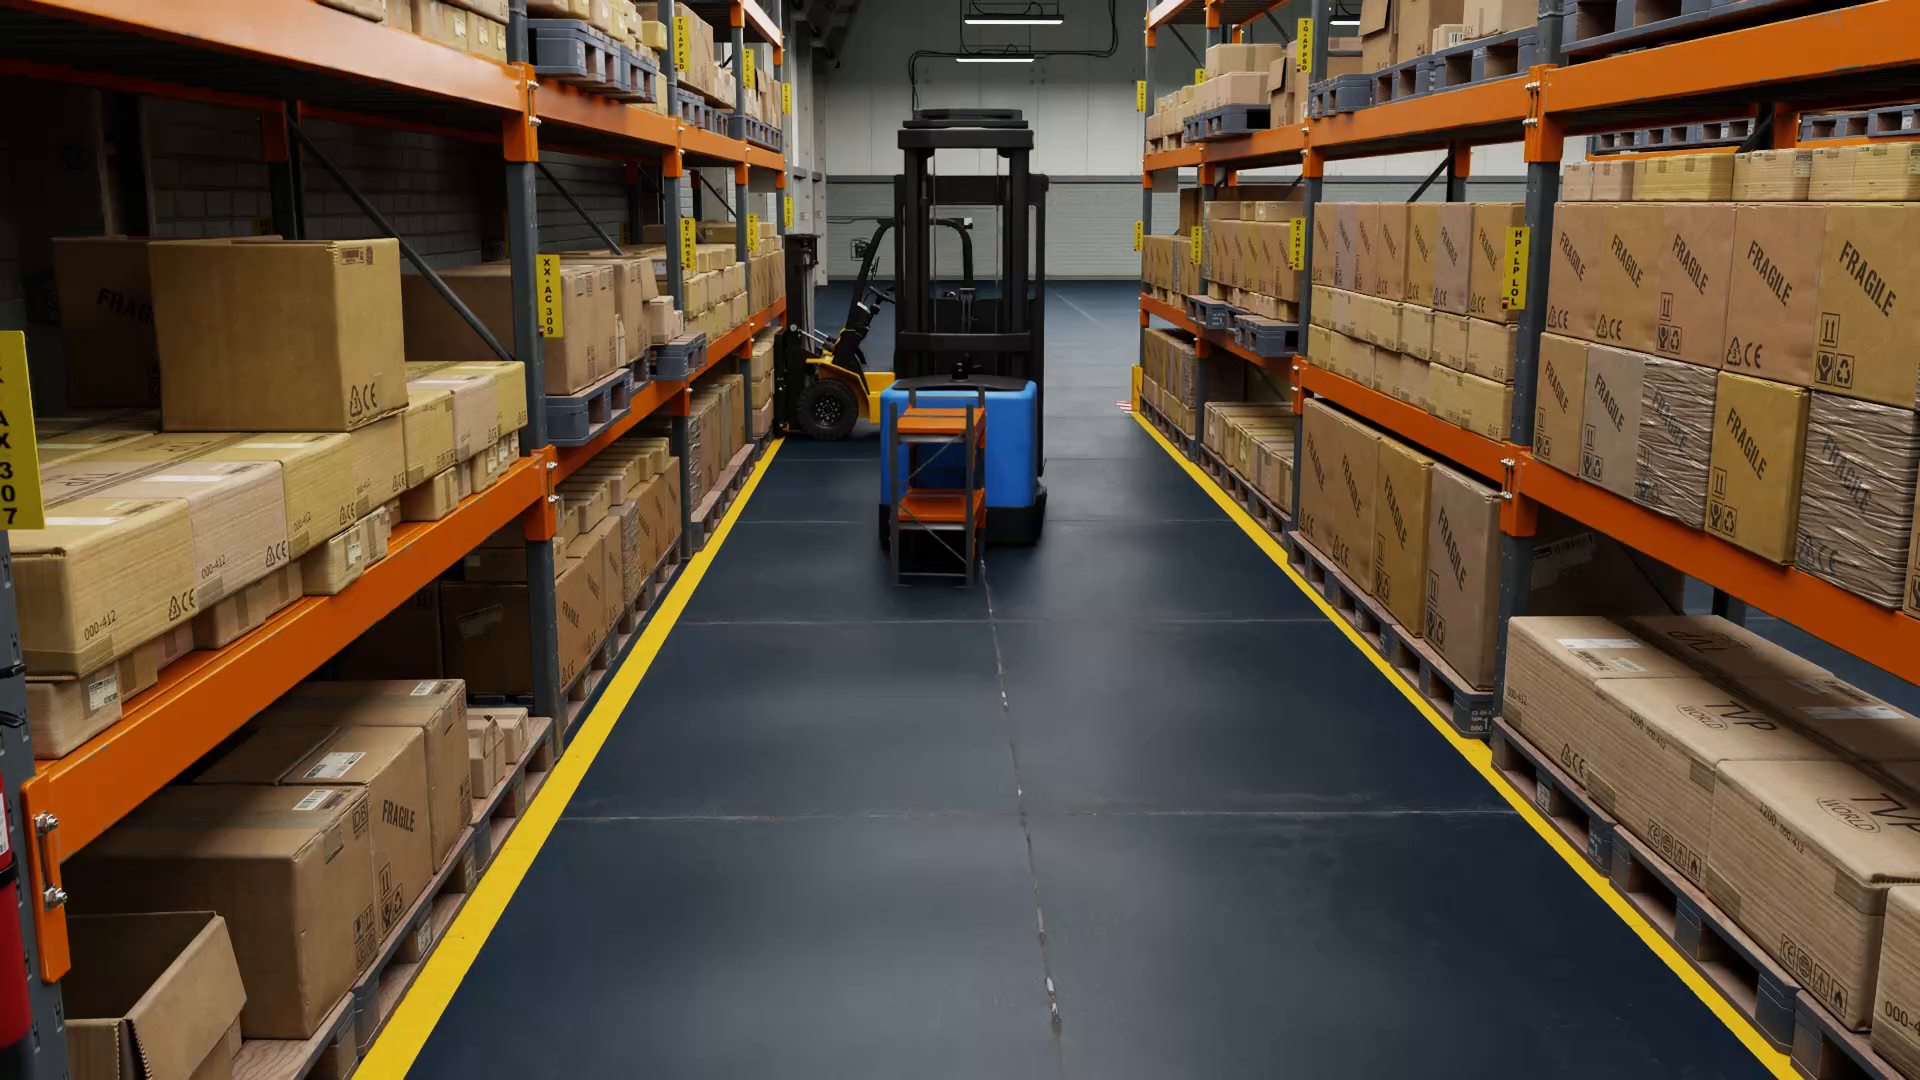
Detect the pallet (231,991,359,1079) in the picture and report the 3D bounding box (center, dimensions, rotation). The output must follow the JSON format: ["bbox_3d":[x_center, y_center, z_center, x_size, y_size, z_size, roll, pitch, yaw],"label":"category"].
[{"bbox_3d":[-2.121,1.443,3.917,1.003,0.211,1.213,0,11,-1],"label":"pallet"}]

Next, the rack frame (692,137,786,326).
[{"bbox_3d":[-2.432,-2.931,18.462,1.000,3.000,0.127,0,11,-1],"label":"rack frame"}]

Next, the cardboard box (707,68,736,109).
[{"bbox_3d":[-2.091,-3.674,13.497,0.500,0.311,0.500,-1,11,-3],"label":"cardboard box"}]

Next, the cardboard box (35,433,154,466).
[{"bbox_3d":[-2.392,-0.114,4.206,0.500,0.250,0.500,0,11,1],"label":"cardboard box"}]

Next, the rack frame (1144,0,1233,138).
[{"bbox_3d":[2.530,-5.892,17.969,1.000,3.000,0.127,0,11,-1],"label":"rack frame"}]

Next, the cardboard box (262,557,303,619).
[{"bbox_3d":[-1.881,0.101,4.151,0.380,0.149,0.250,0,11,0],"label":"cardboard box"}]

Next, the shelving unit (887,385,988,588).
[{"bbox_3d":[-0.128,-0.365,10.527,0.538,1.125,1.048,1,12,5],"label":"shelving unit"}]

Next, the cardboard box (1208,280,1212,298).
[{"bbox_3d":[2.308,-2.128,14.082,0.380,0.149,0.250,0,11,0],"label":"cardboard box"}]

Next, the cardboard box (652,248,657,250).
[{"bbox_3d":[-2.594,-2.228,13.116,0.380,0.149,0.250,0,11,-1],"label":"cardboard box"}]

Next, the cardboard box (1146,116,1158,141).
[{"bbox_3d":[2.274,-4.393,17.755,0.500,0.250,0.500,0,11,-2],"label":"cardboard box"}]

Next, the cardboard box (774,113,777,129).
[{"bbox_3d":[-2.112,-4.369,17.331,0.380,0.149,0.250,-1,11,-3],"label":"cardboard box"}]

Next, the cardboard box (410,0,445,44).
[{"bbox_3d":[-1.882,-1.671,5.340,0.380,0.149,0.250,0,11,-1],"label":"cardboard box"}]

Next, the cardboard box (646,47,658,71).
[{"bbox_3d":[-2.019,-2.863,9.958,0.380,0.149,0.250,0,11,0],"label":"cardboard box"}]

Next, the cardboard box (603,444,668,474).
[{"bbox_3d":[-1.967,-0.488,10.020,0.380,0.149,0.250,-1,11,-4],"label":"cardboard box"}]

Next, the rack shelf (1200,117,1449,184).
[{"bbox_3d":[2.654,-2.877,12.460,1.077,0.370,4.000,0,11,-1],"label":"rack shelf"}]

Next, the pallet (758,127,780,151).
[{"bbox_3d":[-2.444,-4.217,17.479,1.003,0.211,1.213,0,11,-1],"label":"pallet"}]

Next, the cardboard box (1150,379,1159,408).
[{"bbox_3d":[2.273,-1.547,17.501,0.500,0.250,0.500,0,11,1],"label":"cardboard box"}]

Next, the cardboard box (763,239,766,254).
[{"bbox_3d":[-2.105,-2.875,16.301,0.380,0.149,0.250,0,11,-2],"label":"cardboard box"}]

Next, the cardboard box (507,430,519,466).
[{"bbox_3d":[-1.925,-0.360,6.421,0.380,0.149,0.250,0,11,0],"label":"cardboard box"}]

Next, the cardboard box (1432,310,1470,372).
[{"bbox_3d":[2.508,-0.924,7.690,0.500,0.250,0.500,0,11,0],"label":"cardboard box"}]

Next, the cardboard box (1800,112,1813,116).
[{"bbox_3d":[7.885,-3.924,15.138,0.380,0.149,0.250,0,11,-1],"label":"cardboard box"}]

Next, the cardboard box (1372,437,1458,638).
[{"bbox_3d":[2.659,-0.034,8.468,0.875,0.875,0.875,0,11,0],"label":"cardboard box"}]

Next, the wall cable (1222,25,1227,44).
[{"bbox_3d":[6.814,-13.986,49.311,2.305,6.003,0.169,0,11,-1],"label":"wall cable"}]

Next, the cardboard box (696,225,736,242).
[{"bbox_3d":[-2.173,-2.765,15.011,0.380,0.149,0.250,0,11,0],"label":"cardboard box"}]

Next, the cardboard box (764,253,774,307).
[{"bbox_3d":[-2.126,-2.578,16.472,0.500,0.500,0.500,0,11,-1],"label":"cardboard box"}]

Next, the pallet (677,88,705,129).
[{"bbox_3d":[-2.370,-2.853,11.007,1.213,0.211,1.003,0,11,1],"label":"pallet"}]

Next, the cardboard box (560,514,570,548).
[{"bbox_3d":[-2.026,-0.022,7.724,0.380,0.149,0.250,-1,11,-4],"label":"cardboard box"}]

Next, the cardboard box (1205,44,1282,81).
[{"bbox_3d":[2.245,-3.787,13.203,0.500,0.250,0.500,0,11,-2],"label":"cardboard box"}]

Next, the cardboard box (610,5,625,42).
[{"bbox_3d":[-1.813,-2.462,7.929,0.380,0.149,0.250,0,11,0],"label":"cardboard box"}]

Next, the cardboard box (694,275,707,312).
[{"bbox_3d":[-2.041,-1.701,11.519,0.500,0.250,0.500,0,11,1],"label":"cardboard box"}]

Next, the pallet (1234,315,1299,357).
[{"bbox_3d":[2.574,-1.409,11.442,1.213,0.211,1.003,0,11,-1],"label":"pallet"}]

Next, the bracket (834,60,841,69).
[{"bbox_3d":[-3.642,-14.012,48.938,0.235,0.232,0.430,0,11,-1],"label":"bracket"}]

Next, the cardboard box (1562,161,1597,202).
[{"bbox_3d":[2.525,-1.360,6.319,0.380,0.149,0.250,0,11,-2],"label":"cardboard box"}]

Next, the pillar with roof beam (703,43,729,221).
[{"bbox_3d":[0.861,-6.939,23.131,9.100,9.000,0.400,0,11,-1],"label":"pillar with roof beam"}]

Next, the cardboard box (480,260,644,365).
[{"bbox_3d":[-1.998,-1.156,8.407,0.700,0.500,0.500,0,11,-1],"label":"cardboard box"}]

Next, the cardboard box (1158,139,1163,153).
[{"bbox_3d":[2.279,-4.127,17.445,0.380,0.149,0.250,0,11,0],"label":"cardboard box"}]

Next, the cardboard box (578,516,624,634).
[{"bbox_3d":[-1.996,0.172,8.400,0.500,0.500,0.500,-1,11,-3],"label":"cardboard box"}]

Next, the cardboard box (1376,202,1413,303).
[{"bbox_3d":[2.483,-1.500,8.642,0.500,0.500,0.500,0,11,0],"label":"cardboard box"}]

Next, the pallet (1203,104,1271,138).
[{"bbox_3d":[2.544,-3.206,12.744,1.213,0.211,1.003,0,11,-1],"label":"pallet"}]

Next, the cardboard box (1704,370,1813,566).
[{"bbox_3d":[2.547,-0.220,4.848,0.500,0.500,0.500,0,11,1],"label":"cardboard box"}]

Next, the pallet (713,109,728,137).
[{"bbox_3d":[-2.318,-3.337,13.399,0.805,0.209,1.217,-1,11,-3],"label":"pallet"}]

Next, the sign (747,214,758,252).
[{"bbox_3d":[-1.807,-2.669,14.456,0.100,0.325,0.005,0,11,-1],"label":"sign"}]

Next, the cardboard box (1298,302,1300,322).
[{"bbox_3d":[2.453,-1.509,11.027,0.380,0.149,0.250,0,11,1],"label":"cardboard box"}]

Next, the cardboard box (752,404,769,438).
[{"bbox_3d":[-2.029,-1.092,15.255,0.500,0.250,0.500,0,11,-1],"label":"cardboard box"}]

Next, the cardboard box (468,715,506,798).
[{"bbox_3d":[-1.872,0.769,6.044,0.396,0.266,0.258,0,11,1],"label":"cardboard box"}]

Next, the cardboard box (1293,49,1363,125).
[{"bbox_3d":[2.686,-3.069,11.348,0.700,0.500,0.500,0,11,-1],"label":"cardboard box"}]

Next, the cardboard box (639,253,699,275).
[{"bbox_3d":[-2.035,-1.928,11.636,0.380,0.149,0.250,0,11,-1],"label":"cardboard box"}]

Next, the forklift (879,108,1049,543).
[{"bbox_3d":[0.091,-1.656,12.349,1.130,2.935,3.031,1,12,5],"label":"forklift"}]

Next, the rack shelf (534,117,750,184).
[{"bbox_3d":[-2.308,-2.856,12.356,1.077,0.370,4.000,0,11,-1],"label":"rack shelf"}]

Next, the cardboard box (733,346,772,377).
[{"bbox_3d":[-2.046,-1.683,15.656,0.500,0.250,0.500,0,11,-1],"label":"cardboard box"}]

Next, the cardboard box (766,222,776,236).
[{"bbox_3d":[-2.146,-3.272,17.514,0.380,0.149,0.250,0,11,0],"label":"cardboard box"}]

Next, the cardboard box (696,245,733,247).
[{"bbox_3d":[-2.097,-2.384,13.885,0.380,0.149,0.250,0,11,-2],"label":"cardboard box"}]

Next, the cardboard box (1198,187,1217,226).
[{"bbox_3d":[2.747,-3.235,16.446,0.700,0.500,0.500,0,11,-2],"label":"cardboard box"}]

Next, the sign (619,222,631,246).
[{"bbox_3d":[-2.905,-2.596,14.436,0.100,0.325,0.005,0,11,-1],"label":"sign"}]

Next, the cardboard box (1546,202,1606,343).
[{"bbox_3d":[2.546,-1.010,6.227,0.500,0.500,0.500,0,11,-1],"label":"cardboard box"}]

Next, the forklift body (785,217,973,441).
[{"bbox_3d":[-0.569,-2.146,16.725,2.313,2.155,1.214,0,11,-1],"label":"forklift body"}]

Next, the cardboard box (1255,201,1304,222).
[{"bbox_3d":[2.380,-2.404,12.179,0.380,0.149,0.250,-1,11,-4],"label":"cardboard box"}]

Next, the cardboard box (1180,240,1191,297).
[{"bbox_3d":[2.338,-2.541,15.542,0.500,0.500,0.500,0,11,1],"label":"cardboard box"}]
